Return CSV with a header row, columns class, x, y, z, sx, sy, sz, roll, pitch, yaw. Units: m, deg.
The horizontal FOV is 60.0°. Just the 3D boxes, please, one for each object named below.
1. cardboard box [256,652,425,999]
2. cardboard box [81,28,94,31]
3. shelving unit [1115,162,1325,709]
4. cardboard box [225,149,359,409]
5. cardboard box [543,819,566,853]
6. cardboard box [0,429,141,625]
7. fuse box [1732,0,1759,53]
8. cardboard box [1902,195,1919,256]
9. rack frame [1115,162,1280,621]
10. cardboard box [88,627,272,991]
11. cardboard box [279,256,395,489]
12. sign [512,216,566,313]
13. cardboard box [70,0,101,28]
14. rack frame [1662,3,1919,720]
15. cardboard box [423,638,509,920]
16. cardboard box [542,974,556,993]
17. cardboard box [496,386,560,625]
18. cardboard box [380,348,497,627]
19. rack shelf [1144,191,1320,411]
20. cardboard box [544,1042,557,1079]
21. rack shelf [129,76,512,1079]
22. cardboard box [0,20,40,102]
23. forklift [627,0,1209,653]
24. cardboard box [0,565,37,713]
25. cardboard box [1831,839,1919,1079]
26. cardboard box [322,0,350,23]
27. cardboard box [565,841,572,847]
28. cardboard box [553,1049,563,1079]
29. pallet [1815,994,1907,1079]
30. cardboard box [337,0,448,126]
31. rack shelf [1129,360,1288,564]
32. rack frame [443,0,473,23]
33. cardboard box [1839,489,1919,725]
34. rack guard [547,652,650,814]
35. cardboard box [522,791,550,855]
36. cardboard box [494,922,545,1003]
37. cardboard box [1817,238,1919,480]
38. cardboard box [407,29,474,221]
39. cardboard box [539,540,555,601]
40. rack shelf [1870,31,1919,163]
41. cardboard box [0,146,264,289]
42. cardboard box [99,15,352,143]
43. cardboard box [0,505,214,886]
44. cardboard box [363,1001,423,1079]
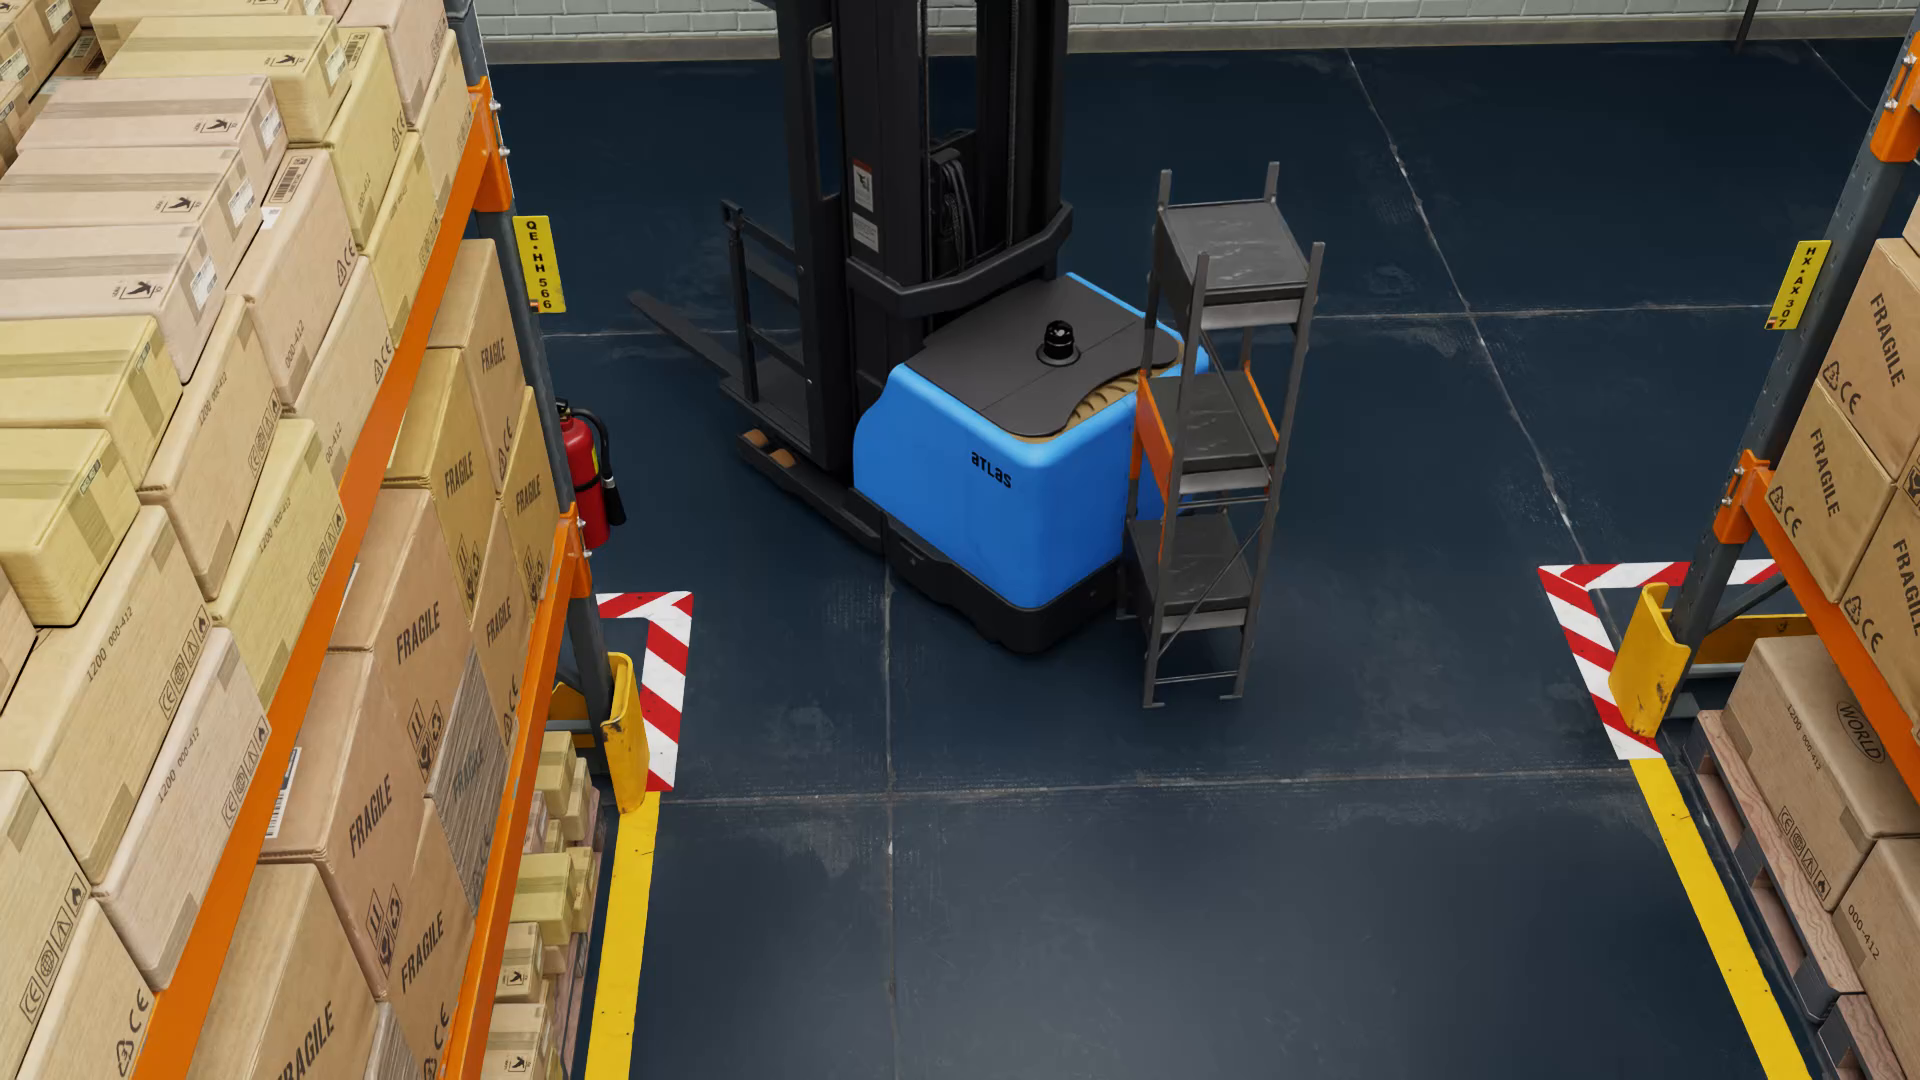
class,x,y,z,sx,sy,sz,roll,pitch,yaw
cardboard box,-1.423,0.589,3.353,0.500,0.500,0.500,-3,43,-3
cardboard box,-2.010,-1.172,3.830,0.500,0.250,0.500,-1,43,-1
shelving unit,0.886,-0.294,6.012,0.431,2.100,0.503,-5,43,-6
cardboard box,-1.454,-0.487,3.083,0.500,0.250,0.500,-1,43,-1
cardboard box,-1.504,1.065,5.447,0.380,0.149,0.250,-3,43,-3
cardboard box,-1.378,-0.021,2.279,0.380,0.149,0.250,0,43,0
fuse box,5.014,-3.751,10.075,0.539,1.711,0.414,-2,43,-2
cardboard box,2.910,-0.855,4.669,0.380,0.149,0.250,-1,43,-1
rack frame,0.850,-0.459,6.189,0.400,2.100,0.015,-5,43,-6
cardboard box,-1.388,0.392,2.493,0.500,0.250,0.500,0,43,0
cardboard box,-1.449,-0.319,3.269,0.500,0.250,0.500,0,43,0
sign,-1.214,-0.793,4.805,0.100,0.325,0.005,-2,43,-2
cardboard box,-1.990,-1.232,3.600,0.380,0.149,0.250,0,43,0
rack frame,3.172,-0.458,5.529,1.000,3.000,0.127,-2,43,-2
cardboard box,-1.445,0.592,4.090,0.500,0.500,0.500,-2,43,-2
cardboard box,-1.501,1.350,5.357,0.380,0.149,0.250,-2,43,-2
cardboard box,-1.493,-0.098,4.843,0.500,0.500,0.500,-1,43,-1
cardboard box,-1.480,-0.119,4.125,0.500,0.500,0.500,-3,43,-3
rack shelf,0.891,-0.797,5.545,0.431,0.518,0.480,-5,43,-6
cardboard box,-1.403,1.587,4.878,0.380,0.149,0.250,-1,43,-1
rack shelf,-1.684,0.262,3.057,1.077,0.370,4.000,-2,43,-2
cardboard box,-2.042,-0.882,3.218,0.380,0.149,0.250,-1,43,-1
forklift,-0.380,-1.535,6.755,1.130,2.935,3.031,-32,51,-30
cardboard box,-1.412,0.165,2.077,0.380,0.149,0.250,-3,43,-3
cardboard box,3.347,1.392,5.097,0.875,0.438,0.875,-1,43,-1
cardboard box,-1.528,-1.245,3.614,0.380,0.149,0.250,-1,43,-1
cardboard box,-1.539,0.998,5.740,0.380,0.149,0.250,-1,43,-1
cardboard box,-1.404,1.686,4.990,0.380,0.149,0.250,-3,43,-4
pallet,3.333,1.929,4.989,1.003,0.211,1.213,-2,43,-2
cardboard box,-1.496,-1.179,3.837,0.500,0.250,0.500,-3,43,-3
rack shelf,0.886,-0.284,6.022,0.431,0.518,0.480,-5,43,-6
rack frame,-1.769,-2.459,3.273,1.000,3.000,0.127,-2,43,-2
cardboard box,2.955,0.178,4.762,0.500,0.500,0.500,-2,43,-2
rack guard,-1.766,0.725,6.089,1.175,0.500,0.348,-2,43,-2
cardboard box,-1.540,0.951,5.352,0.380,0.149,0.250,-1,43,-1
cardboard box,-1.455,1.299,4.972,0.380,0.149,0.250,-3,43,-4
cardboard box,2.908,-0.531,4.795,0.500,0.500,0.500,-3,43,-3
cardboard box,-1.486,-0.998,4.010,0.500,0.250,0.500,-2,43,-3
cardboard box,-1.473,0.057,5.154,0.380,0.149,0.250,-2,43,-2
rack shelf,3.257,0.052,3.286,1.077,0.370,4.000,-2,43,-2
cardboard box,-1.439,-0.548,2.854,0.380,0.149,0.250,-1,43,-1
cardboard box,-1.418,-0.895,3.233,0.380,0.149,0.250,-1,43,-1
cardboard box,-1.404,0.210,2.322,0.500,0.250,0.500,-1,43,-1
cardboard box,-1.382,1.290,3.329,0.500,0.500,0.500,-2,43,-3
